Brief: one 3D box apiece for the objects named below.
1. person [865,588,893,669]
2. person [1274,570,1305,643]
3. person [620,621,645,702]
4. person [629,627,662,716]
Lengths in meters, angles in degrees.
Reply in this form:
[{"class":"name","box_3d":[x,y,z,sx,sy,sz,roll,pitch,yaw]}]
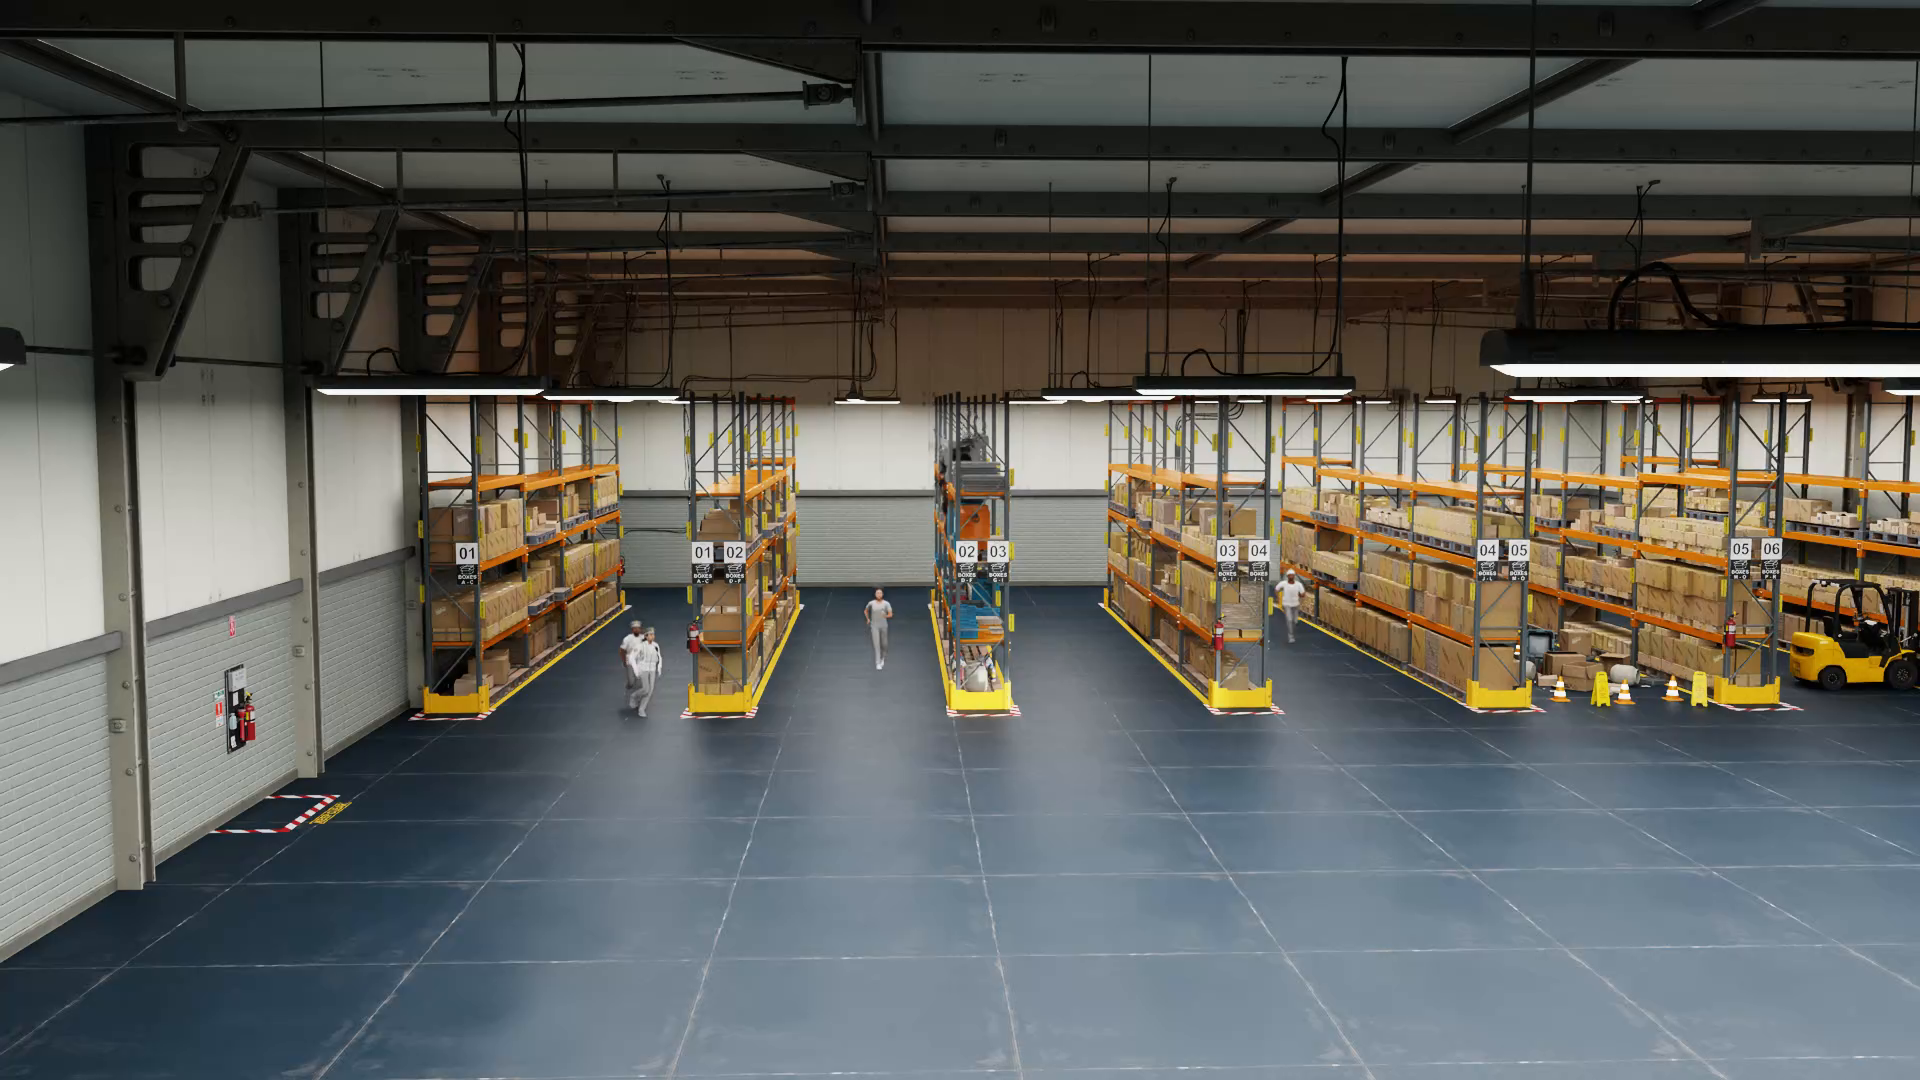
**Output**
[{"class":"person","box_3d":[-1.683,1.825,34.557,0.575,1.656,0.807,-1,5,-7]},{"class":"person","box_3d":[8.053,1.588,40.502,0.710,1.747,0.968,0,5,-4]},{"class":"person","box_3d":[-6.199,2.323,31.813,0.543,1.574,0.475,-2,5,-23]},{"class":"person","box_3d":[-5.811,2.434,30.952,0.650,1.620,0.516,-4,6,-40]}]
